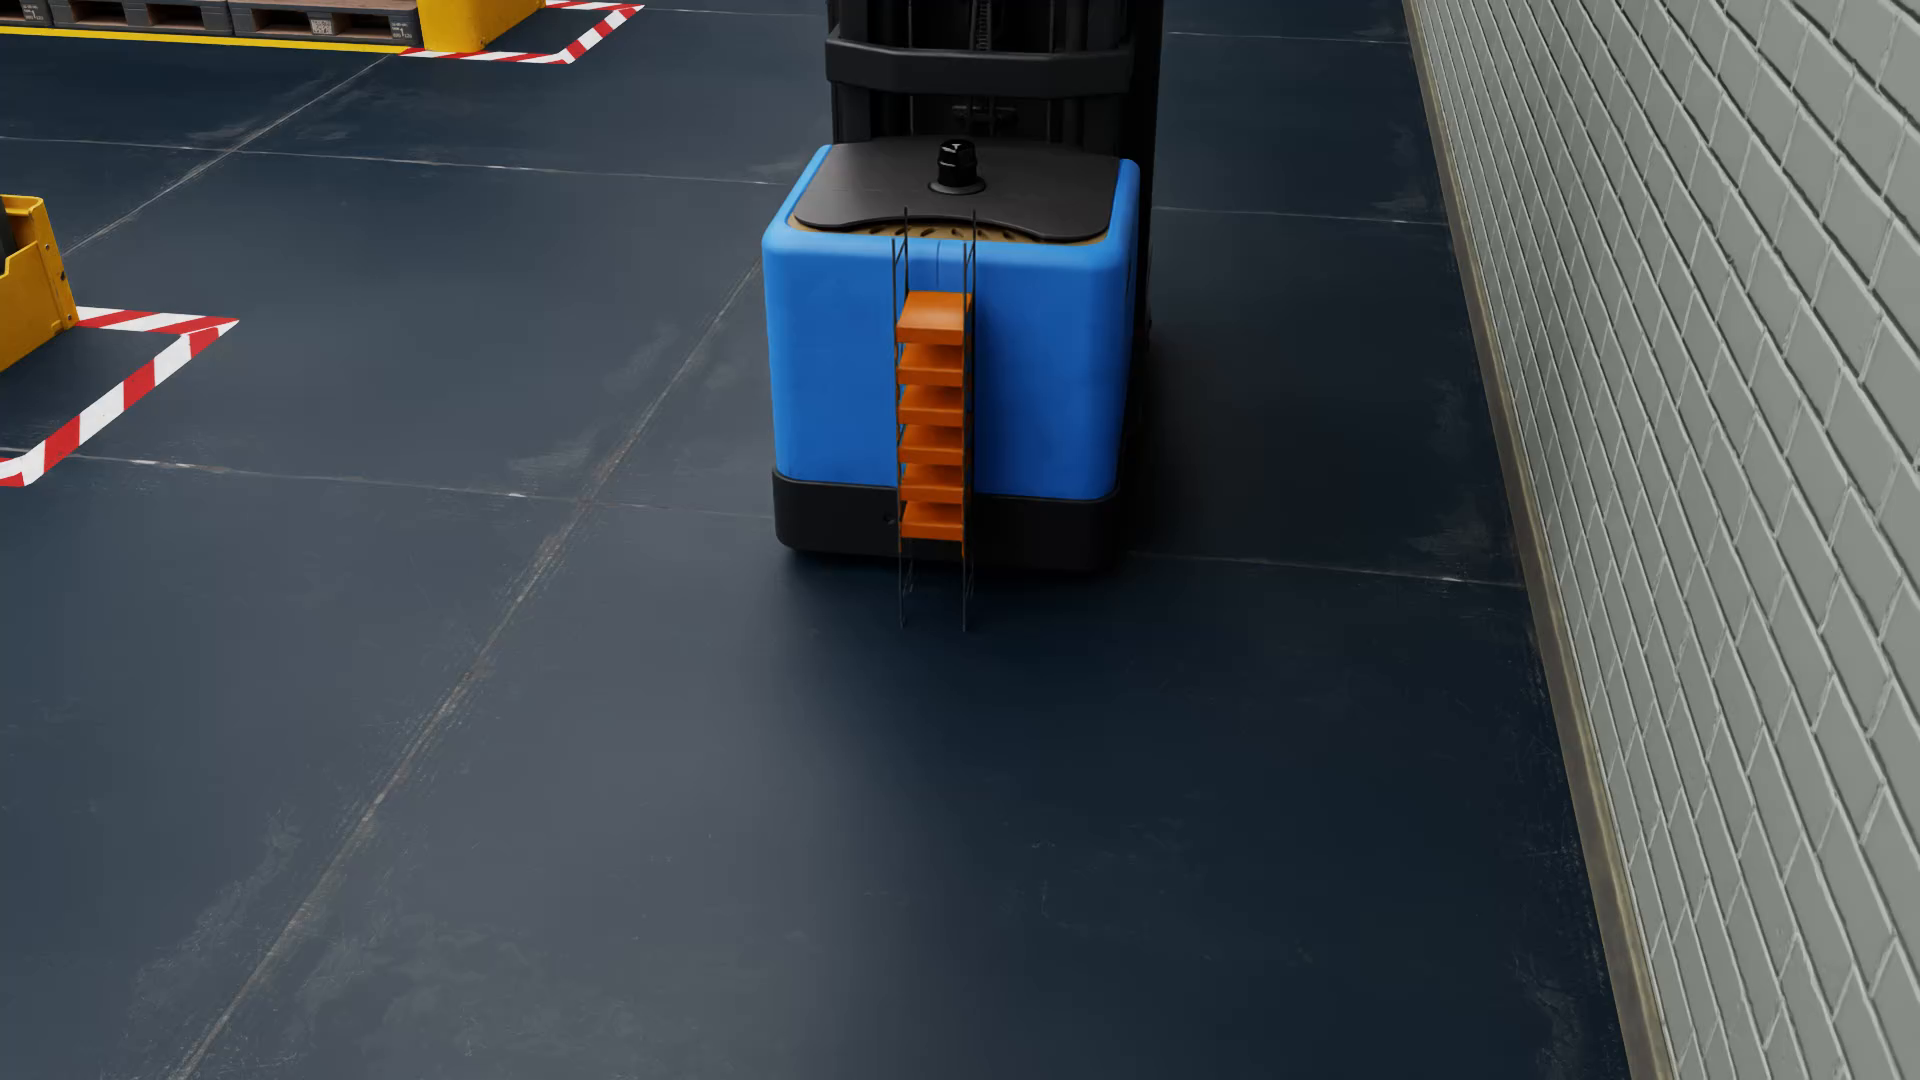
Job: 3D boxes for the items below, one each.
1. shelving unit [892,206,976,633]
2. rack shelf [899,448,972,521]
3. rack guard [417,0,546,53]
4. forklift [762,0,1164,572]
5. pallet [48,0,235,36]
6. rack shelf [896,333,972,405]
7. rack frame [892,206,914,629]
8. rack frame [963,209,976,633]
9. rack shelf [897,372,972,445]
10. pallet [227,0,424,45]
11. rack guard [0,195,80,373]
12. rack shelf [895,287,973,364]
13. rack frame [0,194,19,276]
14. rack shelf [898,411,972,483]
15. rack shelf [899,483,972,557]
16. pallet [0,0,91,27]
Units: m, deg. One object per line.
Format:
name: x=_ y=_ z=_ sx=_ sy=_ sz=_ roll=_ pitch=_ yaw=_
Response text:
shelving unit: x=-0.066 y=-0.307 z=4.609 sx=0.189 sy=1.200 sz=0.258 roll=4 pitch=32 yaw=6
rack shelf: x=-0.066 y=-0.167 z=4.697 sx=0.180 sy=0.103 sz=0.258 roll=4 pitch=32 yaw=6
rack guard: x=-2.941 y=-3.414 z=10.233 sx=0.348 sy=0.500 sz=1.175 roll=5 pitch=32 yaw=8
forklift: x=0.148 y=-1.913 z=5.544 sx=1.130 sy=2.935 sz=3.031 roll=4 pitch=32 yaw=7
pallet: x=-4.973 y=-3.491 z=10.628 sx=1.213 sy=0.211 sz=1.003 roll=5 pitch=32 yaw=8
rack shelf: x=-0.066 y=-0.473 z=4.506 sx=0.180 sy=0.103 sz=0.258 roll=4 pitch=32 yaw=6
rack frame: x=-0.156 y=-0.312 z=4.618 sx=0.006 sy=1.200 sz=0.240 roll=4 pitch=32 yaw=6
rack frame: x=0.025 y=-0.301 z=4.600 sx=0.006 sy=1.200 sz=0.240 roll=4 pitch=32 yaw=6
rack shelf: x=-0.066 y=-0.371 z=4.569 sx=0.180 sy=0.103 sz=0.258 roll=4 pitch=32 yaw=6
pallet: x=-3.774 y=-3.381 z=10.452 sx=1.213 sy=0.211 sz=1.003 roll=5 pitch=32 yaw=8
rack guard: x=-3.777 y=-0.817 z=6.084 sx=0.348 sy=0.500 sz=1.175 roll=5 pitch=32 yaw=8
rack shelf: x=-0.066 y=-0.574 z=4.442 sx=0.180 sy=0.103 sz=0.258 roll=4 pitch=32 yaw=6
rack frame: x=-3.800 y=-1.879 z=5.424 sx=0.127 sy=3.000 sz=1.000 roll=5 pitch=32 yaw=8
rack shelf: x=-0.066 y=-0.269 z=4.633 sx=0.180 sy=0.103 sz=0.258 roll=4 pitch=32 yaw=6
rack shelf: x=-0.066 y=-0.066 z=4.760 sx=0.180 sy=0.103 sz=0.258 roll=4 pitch=32 yaw=6
pallet: x=-6.179 y=-3.599 z=10.800 sx=1.213 sy=0.211 sz=1.003 roll=5 pitch=32 yaw=8
